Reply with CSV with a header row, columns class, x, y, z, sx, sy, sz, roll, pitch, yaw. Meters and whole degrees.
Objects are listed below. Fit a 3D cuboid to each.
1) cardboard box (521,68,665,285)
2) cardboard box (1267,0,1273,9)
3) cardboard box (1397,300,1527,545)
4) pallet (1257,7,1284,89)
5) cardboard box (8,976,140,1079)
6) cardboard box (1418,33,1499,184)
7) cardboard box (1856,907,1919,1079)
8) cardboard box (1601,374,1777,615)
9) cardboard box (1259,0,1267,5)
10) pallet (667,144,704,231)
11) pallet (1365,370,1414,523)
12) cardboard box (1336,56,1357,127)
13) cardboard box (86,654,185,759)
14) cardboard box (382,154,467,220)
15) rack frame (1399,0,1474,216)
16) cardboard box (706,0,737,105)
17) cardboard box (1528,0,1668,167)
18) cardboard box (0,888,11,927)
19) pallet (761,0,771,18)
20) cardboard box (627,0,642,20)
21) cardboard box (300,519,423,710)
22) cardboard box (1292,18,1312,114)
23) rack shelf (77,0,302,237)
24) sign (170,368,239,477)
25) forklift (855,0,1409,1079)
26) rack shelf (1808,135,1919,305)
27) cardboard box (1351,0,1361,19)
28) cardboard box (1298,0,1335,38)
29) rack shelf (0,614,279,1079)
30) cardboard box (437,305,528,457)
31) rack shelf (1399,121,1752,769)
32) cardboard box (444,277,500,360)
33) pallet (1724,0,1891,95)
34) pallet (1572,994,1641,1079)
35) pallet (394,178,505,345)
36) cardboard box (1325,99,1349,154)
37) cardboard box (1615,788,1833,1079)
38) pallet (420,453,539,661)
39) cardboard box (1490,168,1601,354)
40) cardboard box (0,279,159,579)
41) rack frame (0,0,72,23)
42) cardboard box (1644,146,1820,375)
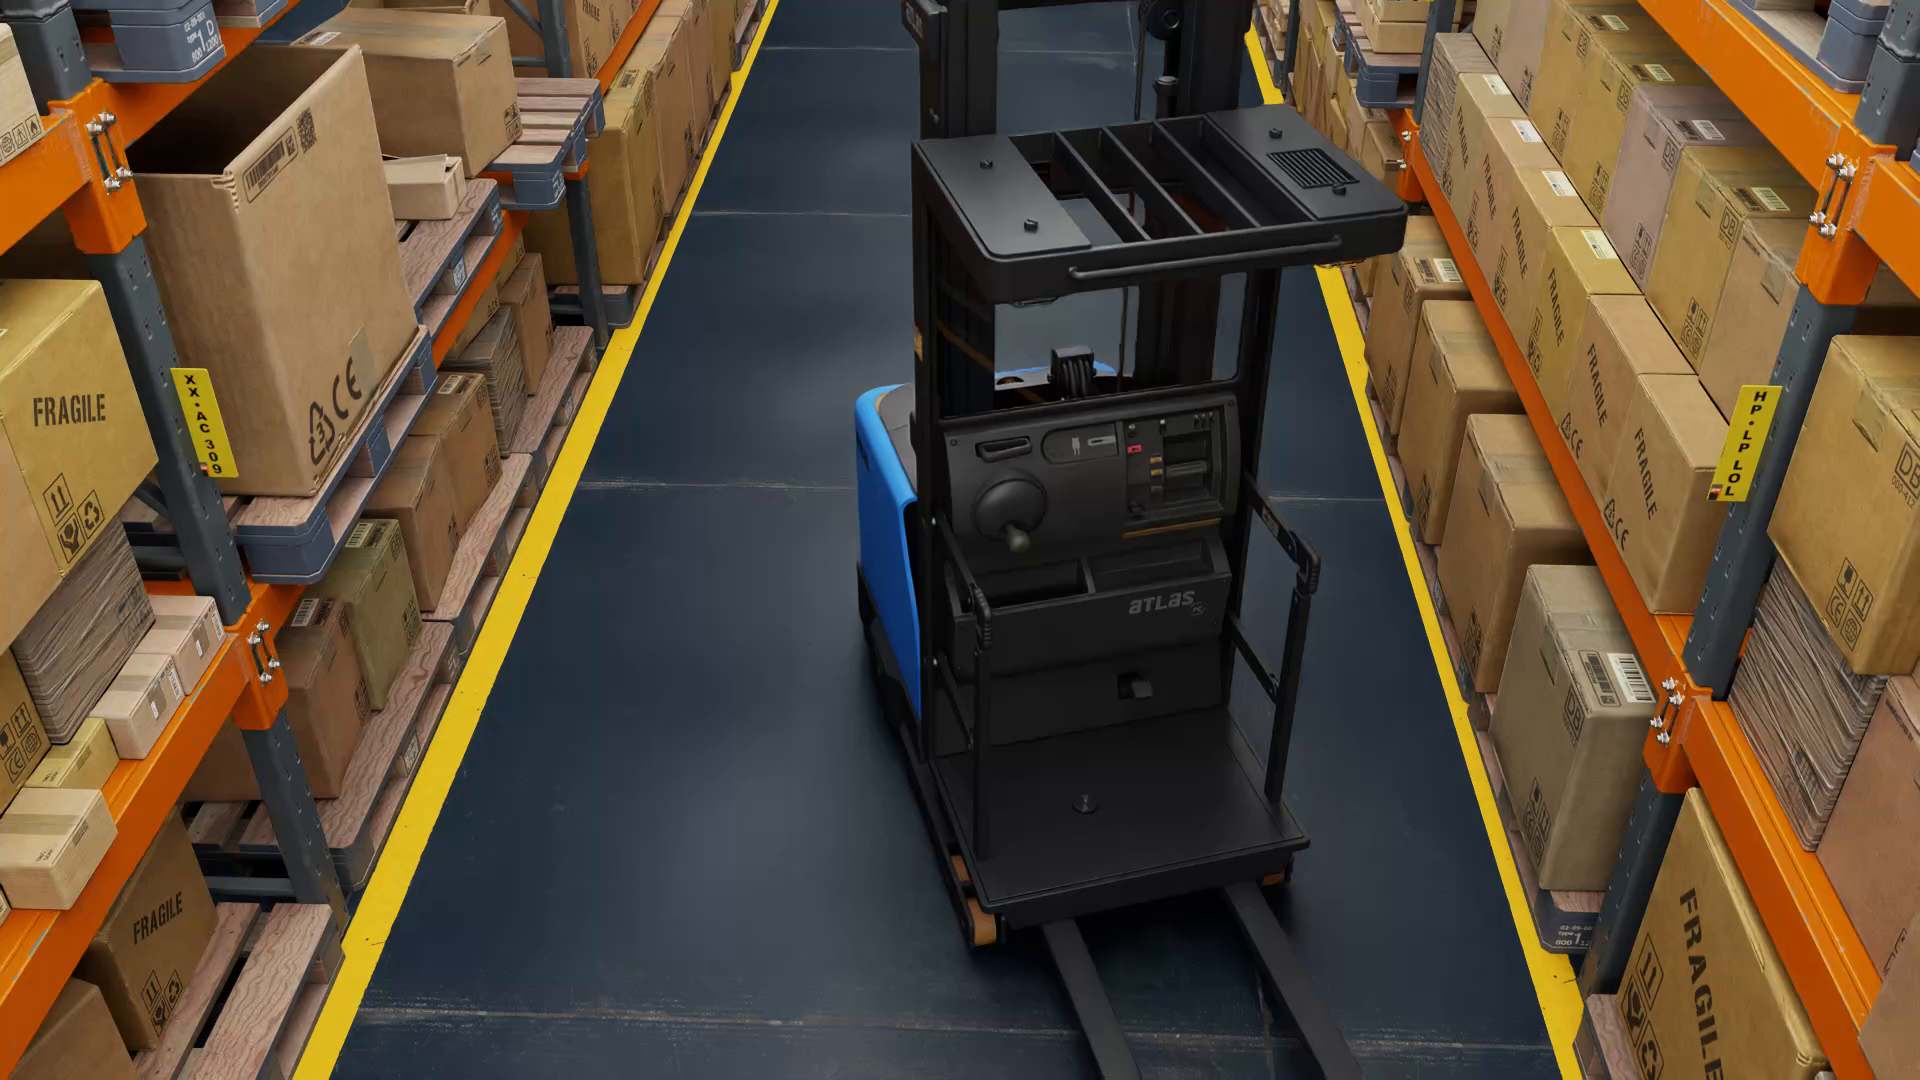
class,x,y,z,sx,sy,sz,roll,pitch,yaw
cardboard box,-2.296,-1.952,8.901,1.225,0.875,0.875,0,35,0
cardboard box,2.454,-4.005,12.195,0.380,0.149,0.250,0,35,0
cardboard box,2.461,-0.482,6.919,1.050,0.750,0.750,2,35,3
pallet,2.759,-3.625,12.224,1.003,0.211,1.213,1,35,2
cardboard box,-2.577,1.454,4.382,0.500,0.500,0.500,12,37,17
cardboard box,2.319,-1.870,7.215,0.500,0.500,0.500,2,35,2
cardboard box,2.305,0.992,3.099,0.875,0.550,0.550,1,35,2
cardboard box,2.200,-0.130,4.739,0.500,0.500,0.500,1,35,2
cardboard box,2.485,-4.212,12.749,0.380,0.149,0.250,1,35,2
pallet,-2.186,-2.263,10.286,1.003,0.211,1.213,1,35,2
pallet,2.500,-0.489,7.762,1.003,0.211,1.213,1,35,2
cardboard box,2.418,-2.518,9.380,0.500,0.250,0.500,2,35,3
cardboard box,-2.240,0.421,4.260,0.380,0.149,0.250,1,35,2
cardboard box,-2.142,-1.406,6.393,0.396,0.266,0.258,0,35,1
rack frame,2.607,-2.081,7.602,1.000,3.000,0.127,1,35,2
cardboard box,-2.190,-3.486,11.084,1.225,0.875,0.875,1,35,2
cardboard box,2.542,-1.688,6.086,0.700,0.500,0.500,1,35,1
cardboard box,-2.350,0.850,3.650,0.380,0.149,0.250,1,35,2
pallet,-2.029,-4.549,13.539,1.003,0.211,1.213,1,35,2
cardboard box,-2.018,-3.158,9.048,0.500,0.500,0.500,1,35,1
cardboard box,-2.421,0.262,6.060,0.700,0.500,0.500,1,35,2
cardboard box,2.473,-3.110,10.875,0.500,0.500,0.500,3,35,4
rack shelf,-2.425,-2.037,5.557,1.077,0.370,4.000,1,35,2
sign,-1.963,-0.301,4.317,0.100,0.325,0.005,1,35,2
forklift,0.471,-0.137,4.897,1.130,2.935,3.031,-9,36,-12
rack shelf,2.366,0.433,2.041,1.077,0.370,4.000,1,35,2
cardboard box,2.189,-2.734,8.385,0.380,0.149,0.250,2,35,3
cardboard box,2.474,-3.416,10.659,0.500,0.250,0.500,0,35,0
rack shelf,-2.586,1.488,3.150,1.077,0.370,4.000,1,35,2
cardboard box,-2.361,-0.706,7.438,0.700,0.500,0.500,-1,35,-2
rack shelf,2.527,-0.637,6.174,1.077,0.370,4.000,1,35,2
cardboard box,-2.353,-1.027,7.242,0.500,0.250,0.500,5,35,7
pallet,2.434,-1.460,4.276,0.805,0.209,1.217,0,35,0
pallet,2.338,1.793,4.515,1.003,0.211,1.213,1,35,2
pallet,-2.383,-1.037,6.283,1.003,0.211,1.213,1,35,2
cardboard box,2.402,-2.216,9.604,0.500,0.500,0.500,0,35,0
cardboard box,2.351,1.275,4.310,0.875,0.875,0.875,2,35,3
pallet,-2.429,0.035,7.016,1.003,0.211,1.213,1,35,2
cardboard box,2.259,-1.002,5.980,0.500,0.500,0.500,1,35,1
cardboard box,-2.249,-0.262,3.799,0.500,0.500,0.500,1,35,2
rack frame,-2.505,-2.410,2.853,1.000,3.000,0.127,1,35,2
cardboard box,2.479,-0.814,4.842,0.700,0.500,0.500,1,35,1
